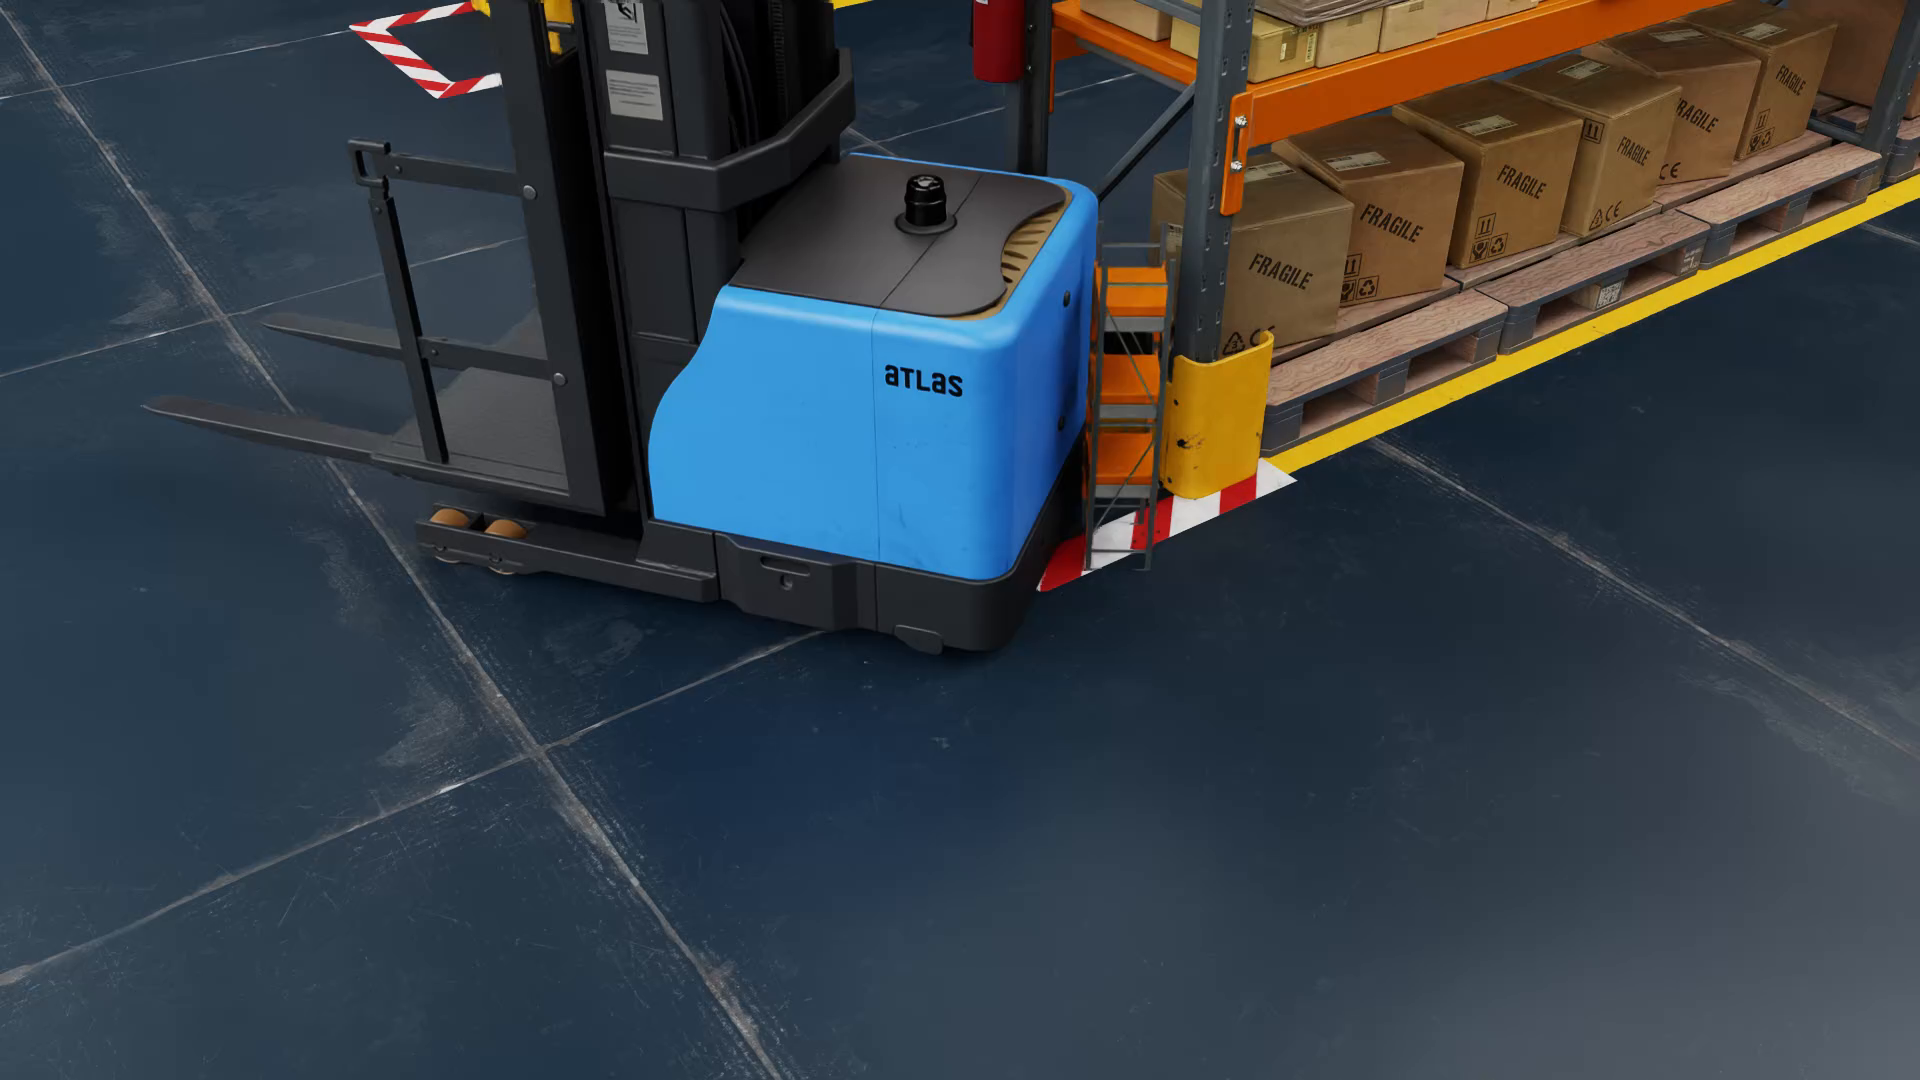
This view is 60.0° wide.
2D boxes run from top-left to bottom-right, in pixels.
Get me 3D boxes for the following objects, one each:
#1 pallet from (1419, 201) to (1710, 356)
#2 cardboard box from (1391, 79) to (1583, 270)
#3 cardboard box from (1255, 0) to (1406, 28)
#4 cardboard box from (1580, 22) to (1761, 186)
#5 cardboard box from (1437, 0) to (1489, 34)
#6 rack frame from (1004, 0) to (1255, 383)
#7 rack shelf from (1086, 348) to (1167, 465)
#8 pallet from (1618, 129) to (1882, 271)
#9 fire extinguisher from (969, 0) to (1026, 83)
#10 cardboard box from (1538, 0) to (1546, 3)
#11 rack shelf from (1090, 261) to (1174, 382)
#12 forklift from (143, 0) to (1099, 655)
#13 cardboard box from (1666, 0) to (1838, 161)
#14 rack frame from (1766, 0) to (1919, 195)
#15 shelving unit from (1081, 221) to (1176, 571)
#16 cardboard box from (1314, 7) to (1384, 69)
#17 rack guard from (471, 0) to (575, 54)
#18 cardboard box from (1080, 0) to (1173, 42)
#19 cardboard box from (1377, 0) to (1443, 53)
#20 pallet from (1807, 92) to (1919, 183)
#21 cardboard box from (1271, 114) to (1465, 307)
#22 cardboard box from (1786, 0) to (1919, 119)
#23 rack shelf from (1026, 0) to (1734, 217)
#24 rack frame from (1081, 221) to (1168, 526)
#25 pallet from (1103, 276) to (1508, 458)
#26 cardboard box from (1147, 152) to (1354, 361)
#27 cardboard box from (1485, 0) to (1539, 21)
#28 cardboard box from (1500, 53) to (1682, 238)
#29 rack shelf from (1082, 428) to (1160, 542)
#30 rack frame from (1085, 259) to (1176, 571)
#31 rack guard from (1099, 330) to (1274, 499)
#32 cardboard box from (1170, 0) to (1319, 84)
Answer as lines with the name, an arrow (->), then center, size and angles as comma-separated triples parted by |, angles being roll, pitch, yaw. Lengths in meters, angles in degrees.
pallet -> 2.228, -1.205, 6.744 | 1.213, 0.211, 1.003 | -22, 41, -28
cardboard box -> 1.997, -1.423, 6.441 | 0.500, 0.500, 0.500 | -18, 40, -24
cardboard box -> 0.951, -1.980, 5.094 | 0.500, 0.500, 0.875 | -22, 41, -28
cardboard box -> 2.941, -1.836, 7.015 | 0.500, 0.500, 0.500 | -10, 37, -14
cardboard box -> 1.476, -1.773, 5.361 | 0.250, 0.149, 0.380 | -22, 41, -28
rack frame -> 0.485, -1.647, 4.971 | 0.127, 3.000, 1.000 | -22, 41, -28
rack shelf -> 0.487, -0.395, 4.918 | 0.215, 0.259, 0.240 | 0, 36, 0
pallet -> 3.226, -1.617, 7.318 | 1.213, 0.211, 1.003 | -22, 41, -28
fire extinguisher -> 0.126, -1.797, 5.245 | 0.183, 0.674, 0.296 | -22, 41, -28
cardboard box -> 1.874, -1.950, 5.608 | 0.250, 0.149, 0.380 | -22, 41, -28
rack shelf -> 0.487, -0.625, 4.752 | 0.215, 0.259, 0.240 | 0, 36, 0
forklift -> -1.156, -1.365, 4.637 | 3.031, 2.935, 1.130 | 11, 37, 14
cardboard box -> 3.405, -2.032, 7.288 | 0.500, 0.500, 0.500 | -24, 42, -29
rack frame -> 3.755, -2.992, 6.841 | 0.127, 3.000, 1.000 | -22, 41, -28
shelving unit -> 0.487, -0.404, 4.912 | 0.215, 1.050, 0.252 | 0, 36, 0
cardboard box -> 1.071, -1.602, 5.123 | 0.250, 0.149, 0.380 | -22, 41, -28
rack guard -> -2.333, -3.044, 9.054 | 0.348, 0.500, 1.175 | -22, 41, -28
cardboard box -> 0.599, -1.739, 5.314 | 0.250, 0.149, 0.380 | -22, 41, -28
cardboard box -> 1.284, -1.679, 5.230 | 0.250, 0.149, 0.380 | -22, 41, -28
pallet -> 4.391, -2.123, 8.021 | 1.213, 0.211, 1.003 | -22, 41, -28
cardboard box -> 1.474, -1.222, 6.161 | 0.500, 0.500, 0.500 | -12, 37, -16
cardboard box -> 4.269, -2.352, 7.716 | 0.500, 0.500, 0.700 | -26, 43, -31
rack shelf -> 2.120, -2.027, 6.116 | 4.000, 0.370, 1.077 | -22, 41, -28
rack frame -> 0.488, -0.475, 5.011 | 0.200, 1.050, 0.008 | 0, 36, 0
pallet -> 1.232, -0.797, 6.177 | 1.213, 0.211, 1.003 | -22, 41, -28
cardboard box -> 1.005, -1.004, 5.859 | 0.500, 0.500, 0.500 | -15, 38, -20
cardboard box -> 1.685, -1.853, 5.473 | 0.250, 0.149, 0.380 | -22, 41, -28
cardboard box -> 2.479, -1.590, 6.673 | 0.500, 0.500, 0.500 | -26, 43, -32
rack shelf -> 0.486, -0.170, 5.081 | 0.215, 0.259, 0.240 | 0, 36, 0
rack frame -> 0.485, -0.332, 4.813 | 0.200, 1.050, 0.008 | 0, 36, 0
rack guard -> 0.548, -0.657, 5.736 | 0.348, 0.500, 1.175 | -22, 41, -28
cardboard box -> 0.856, -1.527, 5.019 | 0.250, 0.149, 0.380 | -22, 41, -28
